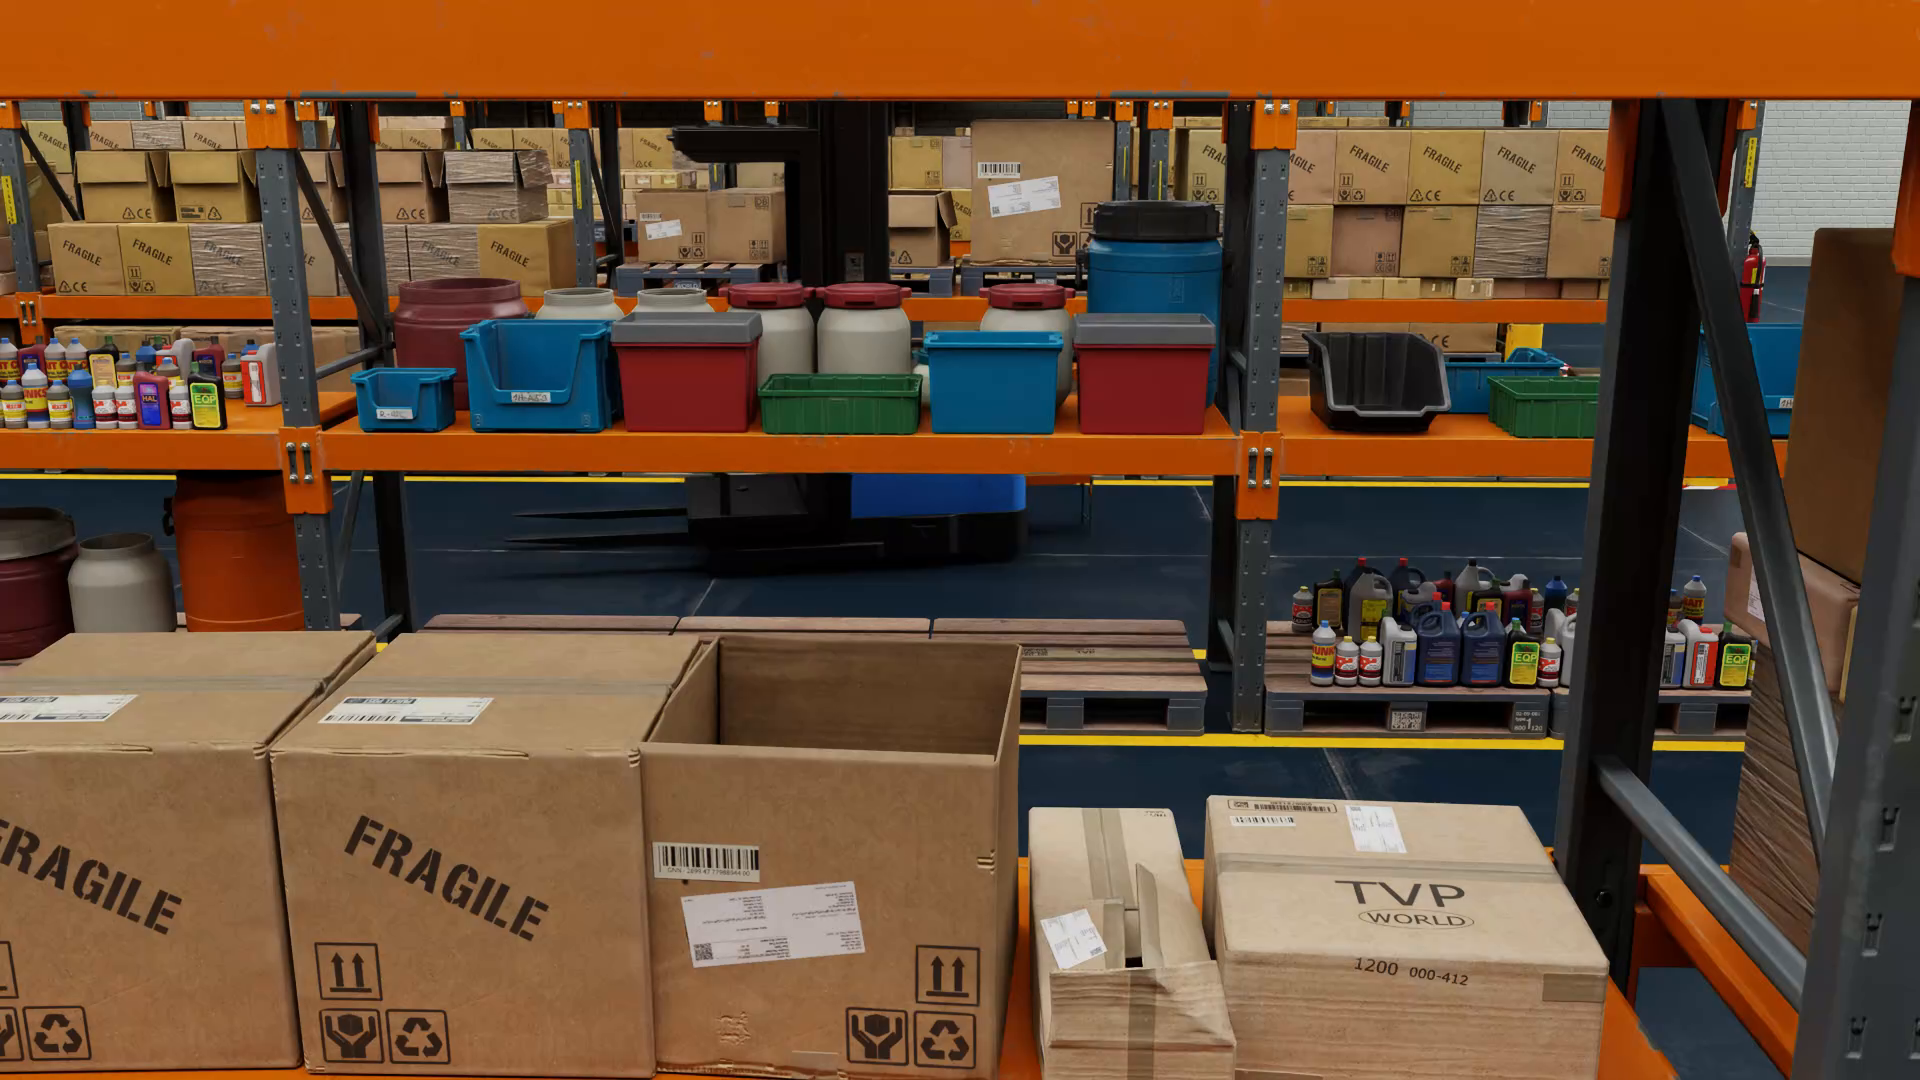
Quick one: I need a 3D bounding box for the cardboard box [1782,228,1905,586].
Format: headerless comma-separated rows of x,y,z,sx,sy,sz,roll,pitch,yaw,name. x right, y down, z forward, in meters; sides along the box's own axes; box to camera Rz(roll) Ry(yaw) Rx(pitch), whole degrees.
1.564,-0.153,2.300,0.500,0.500,0.700,0,15,2,cardboard box

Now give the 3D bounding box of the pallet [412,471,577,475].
-3.407,-0.707,12.605,1.213,0.211,1.003,0,15,1,pallet

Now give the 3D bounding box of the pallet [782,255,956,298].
-0.641,-1.936,12.172,1.213,0.211,1.003,0,15,1,pallet

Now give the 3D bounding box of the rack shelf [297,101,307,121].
-8.392,-4.437,16.806,4.000,0.370,1.077,0,15,1,rack shelf

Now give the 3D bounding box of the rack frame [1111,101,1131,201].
1.605,-3.269,16.850,0.127,3.000,1.000,0,15,1,rack frame

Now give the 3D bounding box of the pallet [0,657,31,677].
-4.753,0.577,7.738,1.213,0.211,1.003,0,15,1,pallet

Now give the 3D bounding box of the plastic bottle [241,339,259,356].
-3.287,-0.798,7.739,0.097,0.271,0.097,0,15,0,plastic bottle

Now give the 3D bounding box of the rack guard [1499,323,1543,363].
5.628,-2.034,17.070,0.348,0.500,1.175,0,15,1,rack guard

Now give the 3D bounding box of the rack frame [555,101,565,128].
-6.244,-5.850,26.633,0.127,3.000,1.000,0,15,1,rack frame

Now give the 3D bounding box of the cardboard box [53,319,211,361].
-5.980,-1.234,12.477,0.875,0.875,1.225,0,15,2,cardboard box

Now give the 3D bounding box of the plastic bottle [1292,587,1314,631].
1.622,0.322,7.864,0.097,0.201,0.097,0,15,0,plastic bottle

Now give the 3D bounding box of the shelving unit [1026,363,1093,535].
0.563,-0.629,10.372,0.503,1.200,0.258,-3,15,-10,shelving unit

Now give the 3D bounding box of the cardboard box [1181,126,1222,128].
2.526,-3.879,16.750,0.550,0.550,0.875,0,15,1,cardboard box

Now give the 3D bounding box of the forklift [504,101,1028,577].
-1.165,-1.352,9.719,3.031,2.935,1.130,-3,15,-10,forklift

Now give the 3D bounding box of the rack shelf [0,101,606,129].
-4.621,-3.146,11.916,4.000,0.370,1.077,0,15,1,rack shelf

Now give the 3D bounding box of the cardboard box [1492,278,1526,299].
3.836,-1.810,11.814,0.250,0.149,0.380,0,15,1,cardboard box

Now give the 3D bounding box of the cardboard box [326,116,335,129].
-7.959,-5.375,21.405,0.250,0.149,0.380,0,15,0,cardboard box

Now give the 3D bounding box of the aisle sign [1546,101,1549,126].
5.667,-4.423,16.128,0.004,0.787,0.394,0,15,1,aisle sign

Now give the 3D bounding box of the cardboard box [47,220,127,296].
-6.167,-2.038,11.990,0.500,0.500,0.500,0,15,2,cardboard box

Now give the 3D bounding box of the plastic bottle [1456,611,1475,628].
2.195,0.446,7.255,0.097,0.271,0.097,0,15,0,plastic bottle

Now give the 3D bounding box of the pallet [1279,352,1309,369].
3.586,-1.888,17.084,1.213,0.211,1.003,0,15,1,pallet

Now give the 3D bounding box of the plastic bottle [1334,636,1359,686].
1.660,0.513,7.138,0.097,0.201,0.097,0,15,0,plastic bottle

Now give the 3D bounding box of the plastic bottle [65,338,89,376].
-4.114,-0.804,7.759,0.097,0.271,0.097,0,15,0,plastic bottle

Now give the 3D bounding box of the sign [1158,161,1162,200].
1.367,-2.423,11.374,0.005,0.325,0.100,0,15,1,sign

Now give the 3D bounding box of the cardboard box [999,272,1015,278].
0.387,-3.471,21.944,0.625,0.372,0.950,1,15,5,cardboard box

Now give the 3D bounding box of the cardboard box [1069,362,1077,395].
0.764,-1.018,12.357,0.500,0.500,0.700,-1,15,-3,cardboard box

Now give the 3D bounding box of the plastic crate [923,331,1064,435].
0.140,-0.662,7.000,0.575,0.384,0.392,0,15,1,plastic crate

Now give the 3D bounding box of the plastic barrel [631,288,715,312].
-1.293,-0.867,7.526,0.421,0.512,0.421,0,15,0,plastic barrel

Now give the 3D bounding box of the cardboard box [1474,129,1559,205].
3.820,-2.601,11.578,0.500,0.500,0.500,0,15,1,cardboard box

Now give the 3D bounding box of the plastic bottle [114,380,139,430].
-3.509,-0.572,7.019,0.097,0.201,0.097,0,15,0,plastic bottle

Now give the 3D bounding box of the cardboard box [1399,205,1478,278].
3.326,-2.175,11.923,0.500,0.500,0.875,0,15,1,cardboard box

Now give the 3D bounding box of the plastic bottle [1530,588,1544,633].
2.698,0.329,7.838,0.097,0.201,0.097,0,15,0,plastic bottle

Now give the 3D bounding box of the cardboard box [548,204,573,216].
-3.922,-3.270,16.524,0.250,0.149,0.380,0,15,-1,cardboard box

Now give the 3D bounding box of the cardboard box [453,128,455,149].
-6.837,-5.181,21.941,0.500,0.500,0.500,0,15,2,cardboard box

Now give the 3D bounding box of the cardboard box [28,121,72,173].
-8.925,-3.941,16.660,0.500,0.500,0.500,0,15,0,cardboard box

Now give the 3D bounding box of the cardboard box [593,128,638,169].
-4.407,-5.038,21.399,0.500,0.500,0.500,0,15,1,cardboard box

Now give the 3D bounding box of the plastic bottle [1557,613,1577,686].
2.661,0.442,7.117,0.185,0.351,0.144,0,15,1,plastic bottle

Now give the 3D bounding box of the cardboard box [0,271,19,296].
-6.933,-1.854,11.979,0.250,0.149,0.380,0,15,2,cardboard box

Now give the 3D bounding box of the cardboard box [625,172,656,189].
-3.146,-3.553,16.429,0.250,0.149,0.380,0,15,1,cardboard box

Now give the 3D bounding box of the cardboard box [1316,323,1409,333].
4.045,-2.411,16.942,0.875,0.875,0.875,0,15,1,cardboard box

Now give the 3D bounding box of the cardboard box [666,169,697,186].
-2.855,-3.717,17.051,0.250,0.149,0.380,0,15,2,cardboard box

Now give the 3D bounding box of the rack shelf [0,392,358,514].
-4.747,-0.433,7.511,4.000,0.370,1.077,0,15,1,rack shelf

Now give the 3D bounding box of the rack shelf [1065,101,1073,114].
-0.246,-6.913,26.194,4.000,0.370,1.077,0,15,1,rack shelf

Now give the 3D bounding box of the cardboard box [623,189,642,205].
-3.166,-3.409,16.467,0.250,0.149,0.380,1,15,4,cardboard box

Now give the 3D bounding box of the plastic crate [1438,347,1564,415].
2.364,-0.732,7.525,0.616,0.251,0.499,0,15,1,plastic crate

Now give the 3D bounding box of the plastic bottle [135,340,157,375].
-3.751,-0.786,7.691,0.097,0.271,0.097,0,15,0,plastic bottle

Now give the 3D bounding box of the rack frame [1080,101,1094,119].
1.631,-4.532,21.638,0.127,3.000,1.000,0,15,1,rack frame

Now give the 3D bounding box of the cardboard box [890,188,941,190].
-0.441,-3.262,16.627,0.500,0.500,0.500,0,15,1,cardboard box
